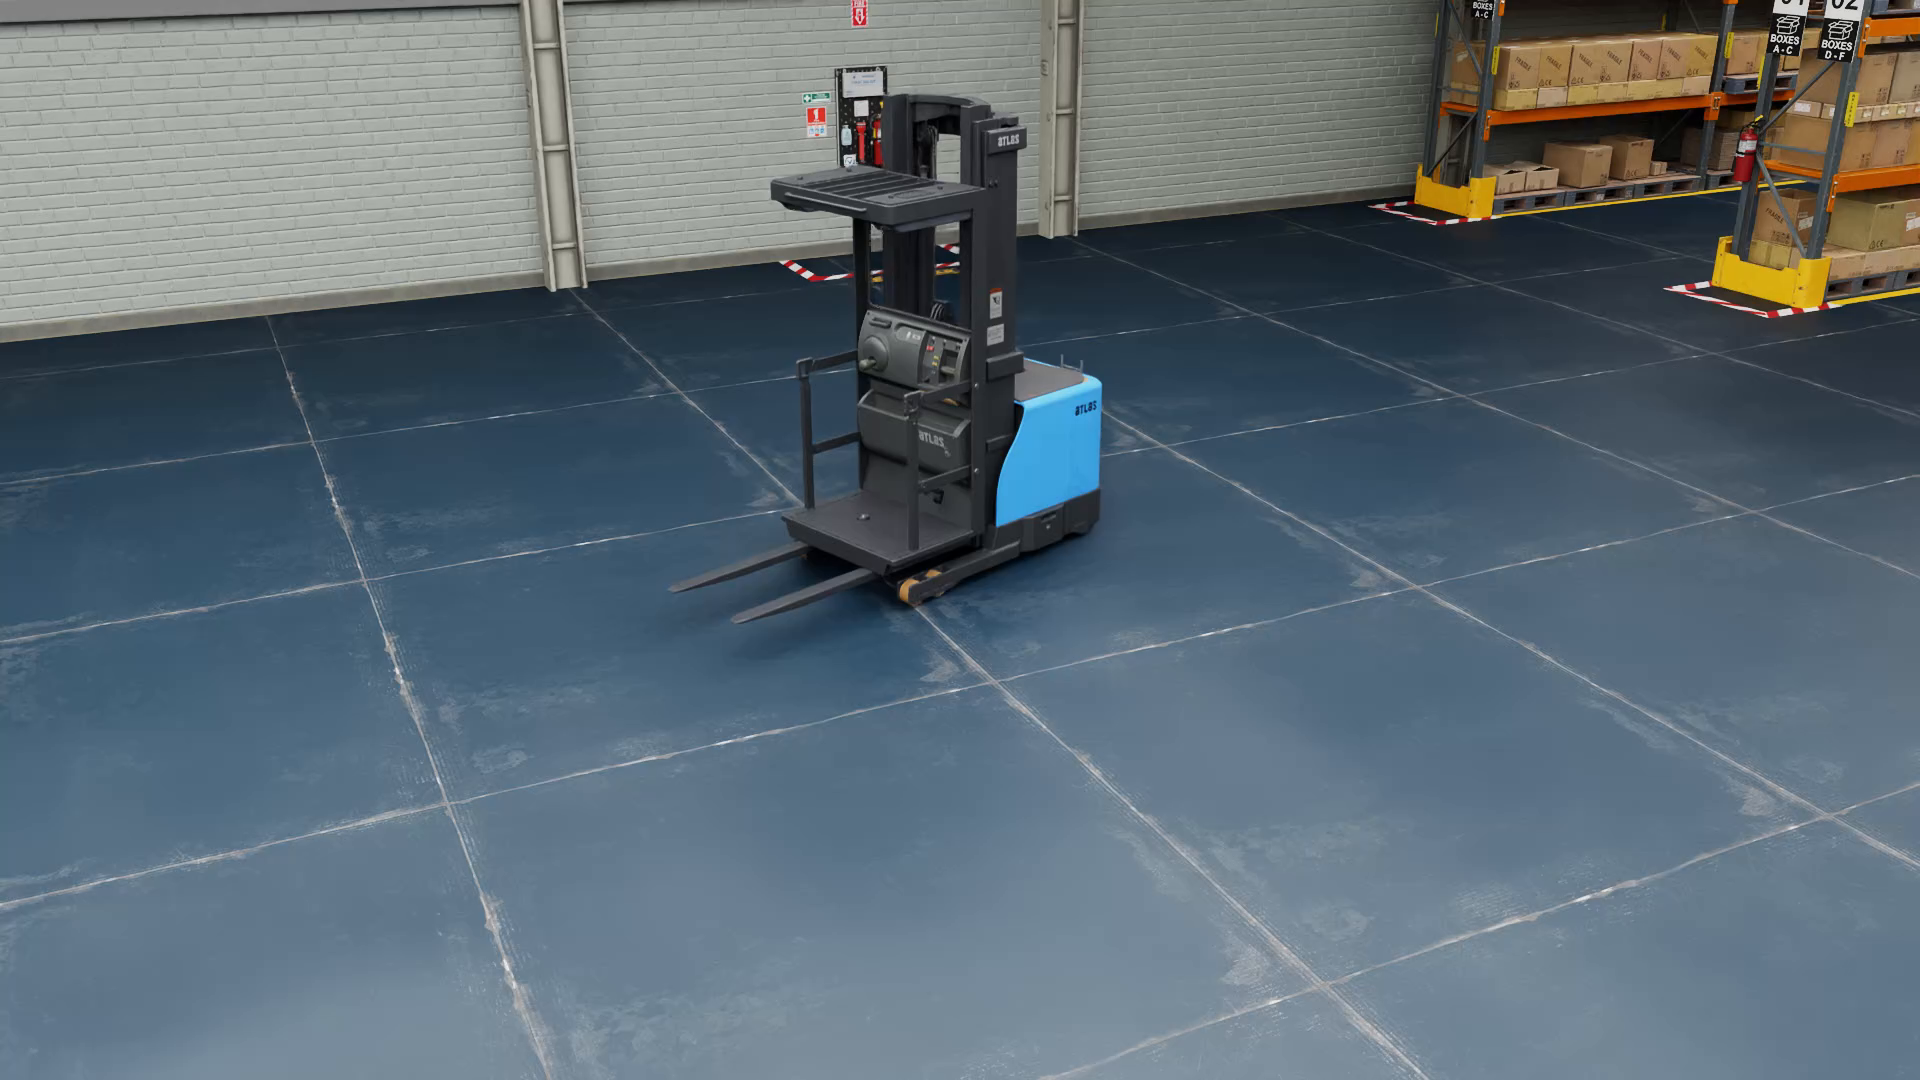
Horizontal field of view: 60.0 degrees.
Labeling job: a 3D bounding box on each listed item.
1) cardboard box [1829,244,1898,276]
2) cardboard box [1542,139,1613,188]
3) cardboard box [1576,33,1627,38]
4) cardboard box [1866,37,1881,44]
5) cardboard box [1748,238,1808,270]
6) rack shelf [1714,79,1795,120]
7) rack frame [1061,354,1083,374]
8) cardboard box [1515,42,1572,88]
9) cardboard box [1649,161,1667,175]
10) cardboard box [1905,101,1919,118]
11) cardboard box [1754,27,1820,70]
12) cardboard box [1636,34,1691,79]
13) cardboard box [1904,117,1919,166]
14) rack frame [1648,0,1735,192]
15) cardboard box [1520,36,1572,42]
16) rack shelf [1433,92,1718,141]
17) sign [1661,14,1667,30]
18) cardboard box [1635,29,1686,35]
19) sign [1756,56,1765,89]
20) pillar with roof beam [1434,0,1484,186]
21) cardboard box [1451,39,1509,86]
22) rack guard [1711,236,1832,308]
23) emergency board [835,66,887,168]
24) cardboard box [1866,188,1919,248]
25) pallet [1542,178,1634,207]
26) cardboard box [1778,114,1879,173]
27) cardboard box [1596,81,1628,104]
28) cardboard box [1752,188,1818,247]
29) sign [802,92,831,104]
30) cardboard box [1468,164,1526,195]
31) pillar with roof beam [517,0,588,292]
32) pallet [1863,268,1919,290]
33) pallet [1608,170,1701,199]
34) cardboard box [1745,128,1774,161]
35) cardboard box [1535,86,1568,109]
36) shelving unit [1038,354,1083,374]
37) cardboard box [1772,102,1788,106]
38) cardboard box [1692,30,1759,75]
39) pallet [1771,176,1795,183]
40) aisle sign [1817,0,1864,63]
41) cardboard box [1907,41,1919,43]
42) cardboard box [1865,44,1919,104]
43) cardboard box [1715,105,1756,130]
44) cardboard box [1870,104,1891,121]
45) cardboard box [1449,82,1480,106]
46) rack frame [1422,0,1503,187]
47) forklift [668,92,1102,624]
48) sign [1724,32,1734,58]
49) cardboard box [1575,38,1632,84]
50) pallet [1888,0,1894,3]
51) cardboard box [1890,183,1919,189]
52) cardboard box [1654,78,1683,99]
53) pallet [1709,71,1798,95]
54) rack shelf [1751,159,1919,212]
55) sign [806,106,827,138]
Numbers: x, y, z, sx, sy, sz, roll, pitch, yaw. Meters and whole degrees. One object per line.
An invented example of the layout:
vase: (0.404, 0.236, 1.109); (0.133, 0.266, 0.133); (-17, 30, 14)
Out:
cardboard box: (9.519, -2.992, 17.601); (0.500, 0.250, 0.500); (-10, 25, -24)
cardboard box: (8.197, -5.009, 22.122); (0.500, 0.500, 0.700); (-12, 25, -27)
cardboard box: (8.509, -6.457, 22.116); (0.500, 0.500, 0.500); (-10, 24, -22)
cardboard box: (12.636, -7.071, 23.704); (0.500, 0.500, 0.700); (-13, 26, -29)
cardboard box: (8.845, -3.086, 17.829); (0.500, 0.250, 0.500); (-10, 25, -24)
rack shelf: (11.745, -6.341, 23.587); (4.000, 0.370, 1.077); (-10, 25, -24)
rack frame: (0.779, -0.788, 11.782); (0.008, 1.050, 0.200); (-21, 30, -41)
cardboard box: (7.349, -6.019, 21.057); (0.500, 0.500, 0.500); (-10, 25, -23)
cardboard box: (9.474, -5.137, 22.866); (0.250, 0.166, 0.380); (-14, 26, -30)
cardboard box: (9.628, -4.435, 17.063); (0.250, 0.149, 0.380); (-11, 25, -24)
cardboard box: (11.502, -6.874, 23.228); (0.500, 0.500, 0.700); (-7, 23, -16)
cardboard box: (9.203, -6.358, 21.878); (0.500, 0.500, 0.500); (-11, 25, -24)
cardboard box: (9.837, -4.260, 17.488); (0.500, 0.500, 0.700); (-10, 25, -23)
rack frame: (9.943, -6.341, 22.648); (0.127, 3.000, 1.000); (-10, 25, -24)
cardboard box: (7.593, -6.283, 21.697); (0.500, 0.500, 0.500); (-11, 25, -25)
rack shelf: (8.140, -5.677, 21.984); (4.000, 0.370, 1.077); (-10, 25, -24)
sign: (9.699, -7.067, 22.887); (0.005, 0.325, 0.100); (-10, 25, -24)
cardboard box: (9.428, -6.622, 22.515); (0.500, 0.500, 0.500); (-11, 25, -25)
sign: (8.267, -4.805, 17.113); (0.005, 0.325, 0.100); (-10, 25, -24)
pillar with roof beam: (8.461, -7.380, 17.314); (0.400, 9.000, 9.100); (-10, 25, -24)
cardboard box: (6.671, -6.116, 21.292); (0.500, 0.500, 0.500); (-11, 25, -24)
rack guard: (8.468, -2.812, 17.391); (0.348, 0.500, 1.175); (-10, 25, -24)
emergency board: (-1.056, -4.700, 18.683); (0.643, 1.169, 0.194); (-10, 25, -24)
cardboard box: (9.964, -3.425, 17.667); (0.500, 0.500, 0.500); (-10, 25, -24)
pallet: (8.252, -4.726, 22.390); (1.213, 0.211, 1.003); (-10, 25, -24)
cardboard box: (8.916, -4.091, 17.080); (0.500, 0.500, 0.700); (-10, 25, -24)
cardboard box: (8.295, -5.846, 21.621); (0.500, 0.250, 0.500); (-10, 25, -23)
cardboard box: (8.844, -3.433, 17.687); (0.500, 0.500, 0.500); (-10, 25, -24)
sign: (-1.591, -4.903, 18.433); (0.331, 0.109, 0.001); (-10, 25, -24)
cardboard box: (7.001, -4.723, 21.677); (0.500, 0.311, 0.500); (-14, 26, -30)
pillar with roof beam: (-2.352, -5.390, 12.505); (0.400, 9.000, 9.100); (-10, 25, -24)
pallet: (10.259, -3.025, 18.282); (1.213, 0.211, 1.003); (-10, 25, -24)
pallet: (9.353, -4.929, 22.883); (1.213, 0.211, 1.003); (-10, 25, -24)
cardboard box: (11.042, -5.621, 23.600); (0.500, 0.500, 0.700); (-11, 25, -25)
cardboard box: (7.377, -5.680, 21.221); (0.500, 0.250, 0.500); (-11, 25, -25)
shelving unit: (0.692, -0.756, 11.703); (0.252, 1.050, 0.215); (-21, 30, -41)
cardboard box: (11.919, -6.102, 23.783); (0.500, 0.250, 0.500); (-11, 25, -24)
cardboard box: (10.416, -6.664, 22.720); (0.500, 0.500, 0.700); (-10, 25, -23)
pallet: (11.744, -5.387, 23.987); (1.213, 0.211, 1.003); (-10, 25, -24)
aisle sign: (8.564, -5.056, 16.144); (0.004, 0.787, 0.394); (-10, 25, -24)
cardboard box: (10.341, -4.955, 17.471); (0.500, 0.500, 0.700); (-10, 25, -24)
cardboard box: (9.436, -4.788, 17.068); (0.500, 0.500, 0.700); (-11, 25, -25)
cardboard box: (10.994, -5.938, 23.387); (0.500, 0.250, 0.500); (-11, 25, -25)
cardboard box: (9.174, -4.353, 16.865); (0.250, 0.149, 0.380); (-11, 25, -25)
cardboard box: (6.675, -5.762, 21.419); (0.500, 0.250, 0.500); (-10, 25, -23)
rack frame: (6.338, -5.678, 21.045); (0.127, 3.000, 1.000); (-10, 25, -24)
forklift: (-0.443, -1.169, 10.242); (3.031, 2.935, 1.130); (-21, 30, -41)
sign: (10.185, -6.556, 22.034); (0.005, 0.325, 0.100); (-10, 25, -24)
cardboard box: (8.277, -6.192, 21.476); (0.500, 0.500, 0.500); (-10, 24, -22)
pallet: (10.239, -5.629, 17.120); (1.213, 0.211, 1.003); (-10, 25, -24)
cardboard box: (10.190, -3.686, 18.299); (0.500, 0.500, 0.500); (-10, 25, -24)
cardboard box: (9.195, -6.019, 22.038); (0.500, 0.250, 0.500); (-10, 25, -23)
pallet: (10.694, -6.329, 22.870); (1.213, 0.211, 1.003); (-10, 25, -24)
rack shelf: (10.292, -3.971, 17.861); (4.000, 0.370, 1.077); (-10, 25, -24)
sign: (-1.599, -4.660, 18.540); (0.234, 0.329, 0.001); (-10, 25, -24)
